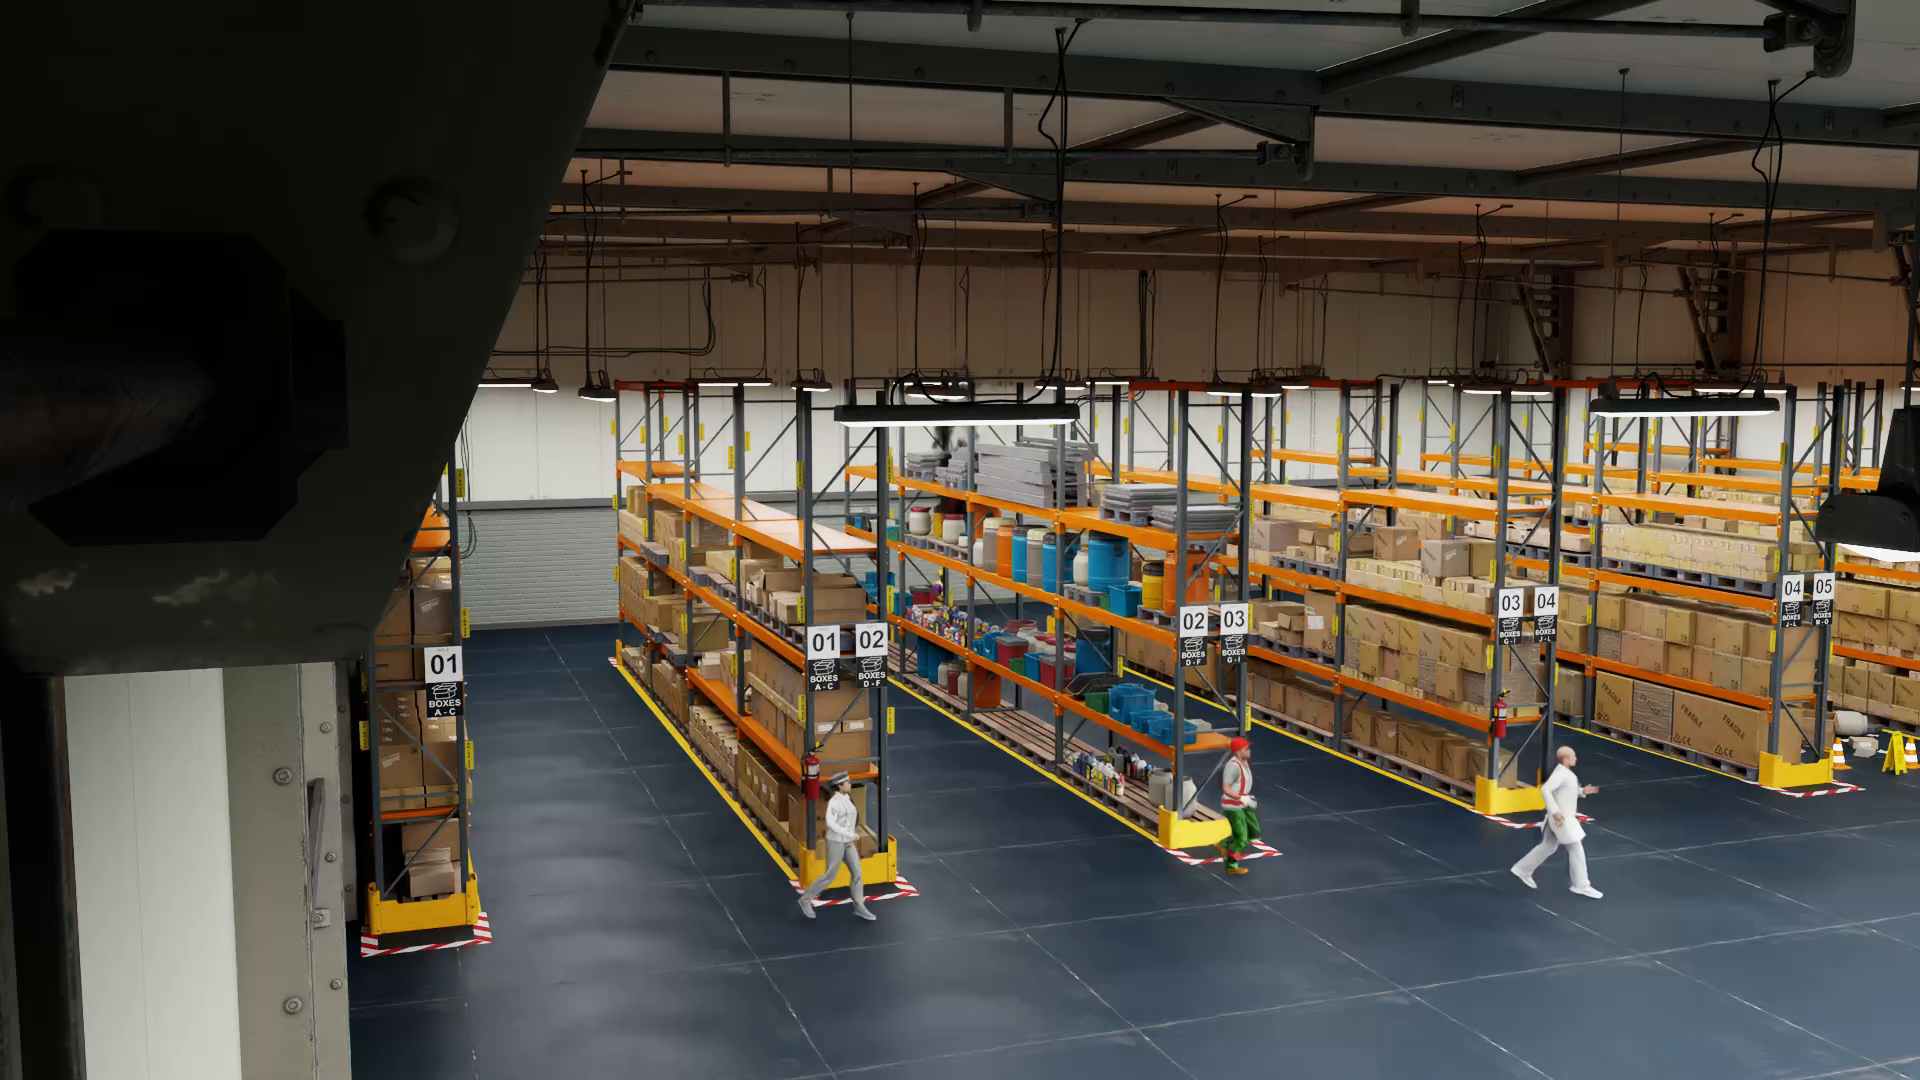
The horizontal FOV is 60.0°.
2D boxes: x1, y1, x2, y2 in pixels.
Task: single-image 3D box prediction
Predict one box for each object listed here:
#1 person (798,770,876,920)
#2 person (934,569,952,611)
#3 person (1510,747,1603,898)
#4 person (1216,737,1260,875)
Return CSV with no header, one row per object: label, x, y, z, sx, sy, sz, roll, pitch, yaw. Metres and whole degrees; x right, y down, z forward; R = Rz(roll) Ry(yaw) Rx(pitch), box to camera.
person,-1.351,3.474,19.071,0.910,1.666,0.669,2,6,16
person,-0.467,1.541,37.563,0.734,1.813,0.732,5,8,39
person,7.109,3.329,19.742,1.046,1.788,0.690,1,6,10
person,3.442,3.302,20.580,0.622,1.756,0.690,3,7,28
